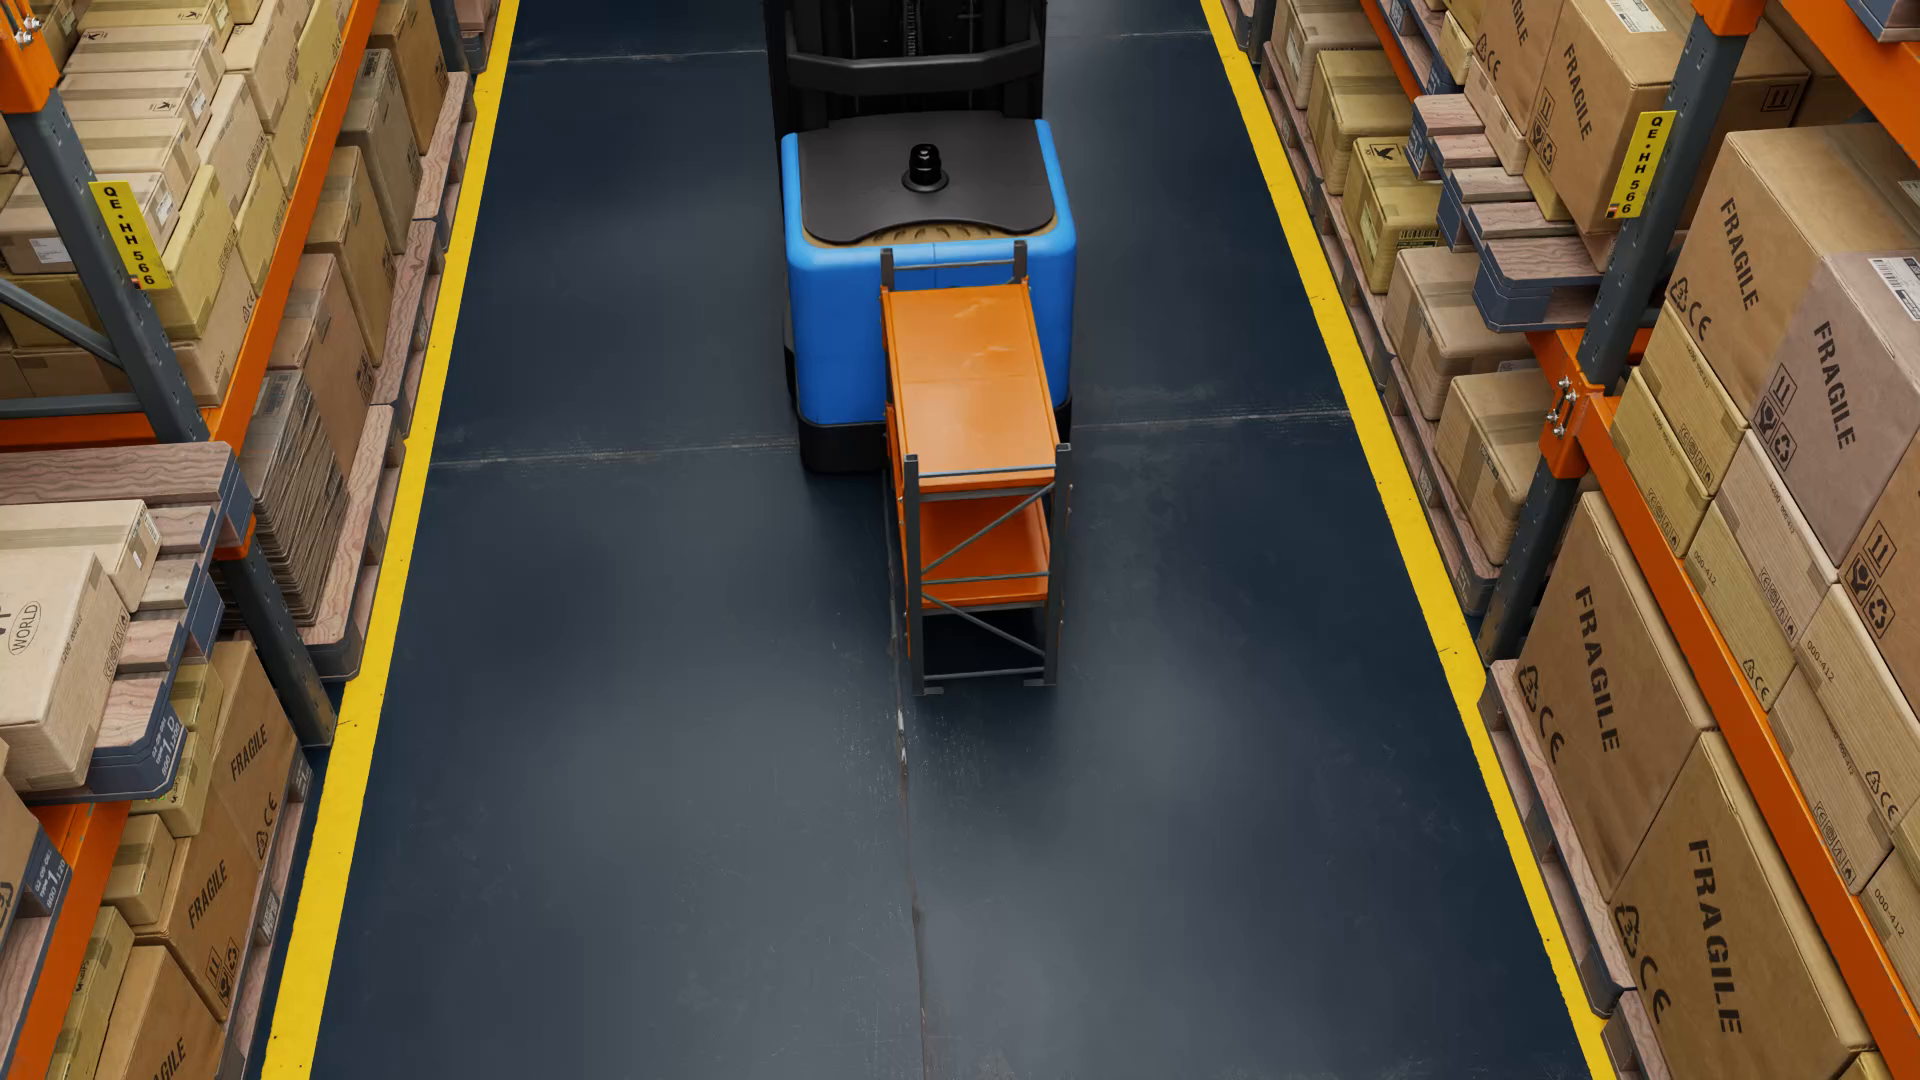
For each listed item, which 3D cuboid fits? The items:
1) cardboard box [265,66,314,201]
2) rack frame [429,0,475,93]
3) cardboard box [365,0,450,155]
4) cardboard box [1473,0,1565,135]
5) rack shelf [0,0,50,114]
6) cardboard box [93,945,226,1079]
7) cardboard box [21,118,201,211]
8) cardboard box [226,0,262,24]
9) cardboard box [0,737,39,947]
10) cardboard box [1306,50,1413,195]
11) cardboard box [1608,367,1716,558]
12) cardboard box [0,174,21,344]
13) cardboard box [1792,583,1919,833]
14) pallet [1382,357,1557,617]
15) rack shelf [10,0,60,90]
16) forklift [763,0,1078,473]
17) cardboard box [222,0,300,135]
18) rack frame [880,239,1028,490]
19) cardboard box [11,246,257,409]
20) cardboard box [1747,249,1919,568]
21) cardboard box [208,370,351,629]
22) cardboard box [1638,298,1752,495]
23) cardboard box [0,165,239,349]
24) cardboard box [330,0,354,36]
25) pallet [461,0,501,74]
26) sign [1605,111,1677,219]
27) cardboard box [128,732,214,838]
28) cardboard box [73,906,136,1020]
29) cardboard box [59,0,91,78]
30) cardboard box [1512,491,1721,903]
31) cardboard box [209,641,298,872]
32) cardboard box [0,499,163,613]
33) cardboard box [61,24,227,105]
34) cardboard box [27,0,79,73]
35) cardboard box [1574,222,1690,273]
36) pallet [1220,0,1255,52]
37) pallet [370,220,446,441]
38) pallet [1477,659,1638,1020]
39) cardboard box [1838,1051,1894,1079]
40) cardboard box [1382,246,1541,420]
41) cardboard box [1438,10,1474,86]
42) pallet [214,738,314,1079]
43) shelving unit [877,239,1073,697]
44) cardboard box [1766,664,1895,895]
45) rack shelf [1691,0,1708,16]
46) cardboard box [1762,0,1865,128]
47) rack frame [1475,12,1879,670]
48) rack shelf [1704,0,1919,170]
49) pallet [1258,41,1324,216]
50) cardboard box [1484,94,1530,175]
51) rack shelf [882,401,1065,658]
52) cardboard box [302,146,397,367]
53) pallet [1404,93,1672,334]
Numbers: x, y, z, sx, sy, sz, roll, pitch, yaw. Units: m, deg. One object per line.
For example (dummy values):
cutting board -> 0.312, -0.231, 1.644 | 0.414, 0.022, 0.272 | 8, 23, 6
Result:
cardboard box -> -2.496, -1.369, 5.584 | 0.500, 0.250, 0.500 | -5, 47, -5
rack frame -> -2.950, -3.242, 7.254 | 1.000, 3.000, 0.127 | -3, 47, -3
cardboard box -> -2.895, -2.193, 7.607 | 0.875, 0.625, 0.625 | -2, 47, -2
cardboard box -> 1.962, -1.619, 5.154 | 0.500, 0.500, 0.500 | -4, 47, -4
rack shelf -> -2.447, 0.315, 2.315 | 1.077, 0.370, 4.000 | -3, 47, -3
cardboard box -> -2.287, 1.401, 4.289 | 0.500, 0.500, 0.500 | -2, 47, -2
cardboard box -> -2.372, -1.047, 4.660 | 0.380, 0.149, 0.250 | -3, 47, -2
cardboard box -> -2.466, -1.787, 5.361 | 0.380, 0.149, 0.250 | -3, 47, -2
cardboard box -> -2.294, 0.642, 3.216 | 0.797, 0.503, 0.637 | -4, 47, -4
cardboard box -> 2.106, -1.888, 7.493 | 0.950, 0.372, 0.625 | -1, 47, -1
cardboard box -> 2.121, -0.231, 4.506 | 0.500, 0.250, 0.500 | -4, 47, -4
cardboard box -> -2.929, -0.776, 4.678 | 0.500, 0.250, 0.500 | -3, 47, -2
cardboard box -> 2.199, 0.344, 3.617 | 0.500, 0.250, 0.500 | -4, 47, -3
pallet -> 2.267, -0.259, 6.350 | 1.003, 0.211, 1.213 | -3, 47, -3
rack shelf -> -2.782, -2.579, 5.056 | 1.077, 0.370, 4.000 | -3, 47, -3
forklift -> -0.236, -2.342, 6.449 | 1.130, 2.935, 3.031 | -4, 47, -4
cardboard box -> -2.475, -1.546, 5.407 | 0.500, 0.250, 0.500 | -5, 47, -4
rack frame -> -0.020, -0.609, 6.052 | 0.500, 1.125, 0.032 | -4, 47, -4
cardboard box -> -2.408, -0.632, 4.886 | 0.500, 0.250, 0.500 | -3, 47, -3
cardboard box -> 2.180, -0.301, 3.711 | 0.500, 0.500, 0.500 | -3, 47, -3
cardboard box -> -2.653, -0.128, 5.651 | 0.875, 0.625, 0.625 | -2, 47, -2
cardboard box -> 2.127, -0.391, 4.313 | 0.500, 0.250, 0.500 | -4, 47, -4
cardboard box -> -2.384, -0.806, 4.706 | 0.500, 0.250, 0.500 | -4, 47, -3
cardboard box -> -2.588, -2.117, 6.292 | 0.500, 0.250, 0.500 | -3, 47, -3
pallet -> -2.974, -2.861, 8.814 | 1.003, 0.211, 1.213 | -3, 47, -3
sign -> 1.791, -0.983, 4.372 | 0.100, 0.325, 0.005 | -3, 47, -3
cardboard box -> -2.267, 0.682, 4.524 | 0.380, 0.149, 0.250 | -6, 47, -5
cardboard box -> -2.312, 1.069, 4.158 | 0.380, 0.149, 0.250 | -2, 47, -2
cardboard box -> -3.013, -1.509, 5.372 | 0.500, 0.250, 0.500 | -4, 47, -4
cardboard box -> 2.306, 0.439, 4.943 | 0.875, 0.875, 0.875 | -4, 47, -4
cardboard box -> -2.365, 0.660, 4.991 | 0.500, 0.500, 0.500 | -2, 47, -2
cardboard box -> -2.177, 0.046, 4.024 | 0.380, 0.149, 0.250 | -3, 47, -3
cardboard box -> -2.453, -1.420, 5.013 | 0.380, 0.149, 0.250 | -3, 47, -3
cardboard box -> -2.972, -1.569, 5.154 | 0.380, 0.149, 0.250 | -4, 47, -4
cardboard box -> 2.069, -0.933, 4.952 | 0.380, 0.149, 0.250 | -2, 47, -2
pallet -> 1.905, -3.071, 9.013 | 1.003, 0.211, 1.213 | -3, 47, -3
pallet -> -2.744, -0.868, 6.926 | 1.003, 0.211, 1.213 | -3, 47, -3
pallet -> 2.322, 0.882, 5.270 | 1.003, 0.211, 1.213 | -3, 47, -3
cardboard box -> 2.451, 1.731, 3.719 | 0.875, 0.875, 0.875 | -2, 47, -2
cardboard box -> 2.224, -0.836, 6.496 | 0.950, 0.372, 0.625 | -4, 47, -4
cardboard box -> 1.859, -1.683, 5.662 | 0.380, 0.149, 0.250 | -3, 47, -3
pallet -> -2.590, 1.153, 5.012 | 1.003, 0.211, 1.213 | -3, 47, -3
shelving unit -> 0.031, -0.242, 5.704 | 0.538, 1.125, 1.048 | -4, 47, -4
cardboard box -> 2.220, 0.519, 3.796 | 0.500, 0.250, 0.500 | -2, 47, -2
rack shelf -> 2.164, -2.883, 5.344 | 1.077, 0.370, 4.000 | -3, 47, -3
cardboard box -> 2.524, -1.273, 4.827 | 0.500, 0.500, 0.500 | -5, 47, -4
rack frame -> 2.331, -0.652, 4.802 | 1.000, 3.000, 0.127 | -3, 47, -3
rack shelf -> 2.499, 0.011, 2.603 | 1.077, 0.370, 4.000 | -3, 47, -3
pallet -> 2.063, -2.024, 8.022 | 1.003, 0.211, 1.213 | -3, 47, -3
cardboard box -> 1.909, -1.302, 5.301 | 0.380, 0.149, 0.250 | -4, 47, -4
rack shelf -> 0.031, -0.074, 5.882 | 0.538, 0.278, 1.000 | -4, 47, -4
cardboard box -> -2.773, -1.087, 6.560 | 0.875, 0.625, 0.625 | -5, 47, -5
pallet -> 2.165, -1.095, 5.354 | 1.213, 0.211, 1.003 | -3, 47, -3
